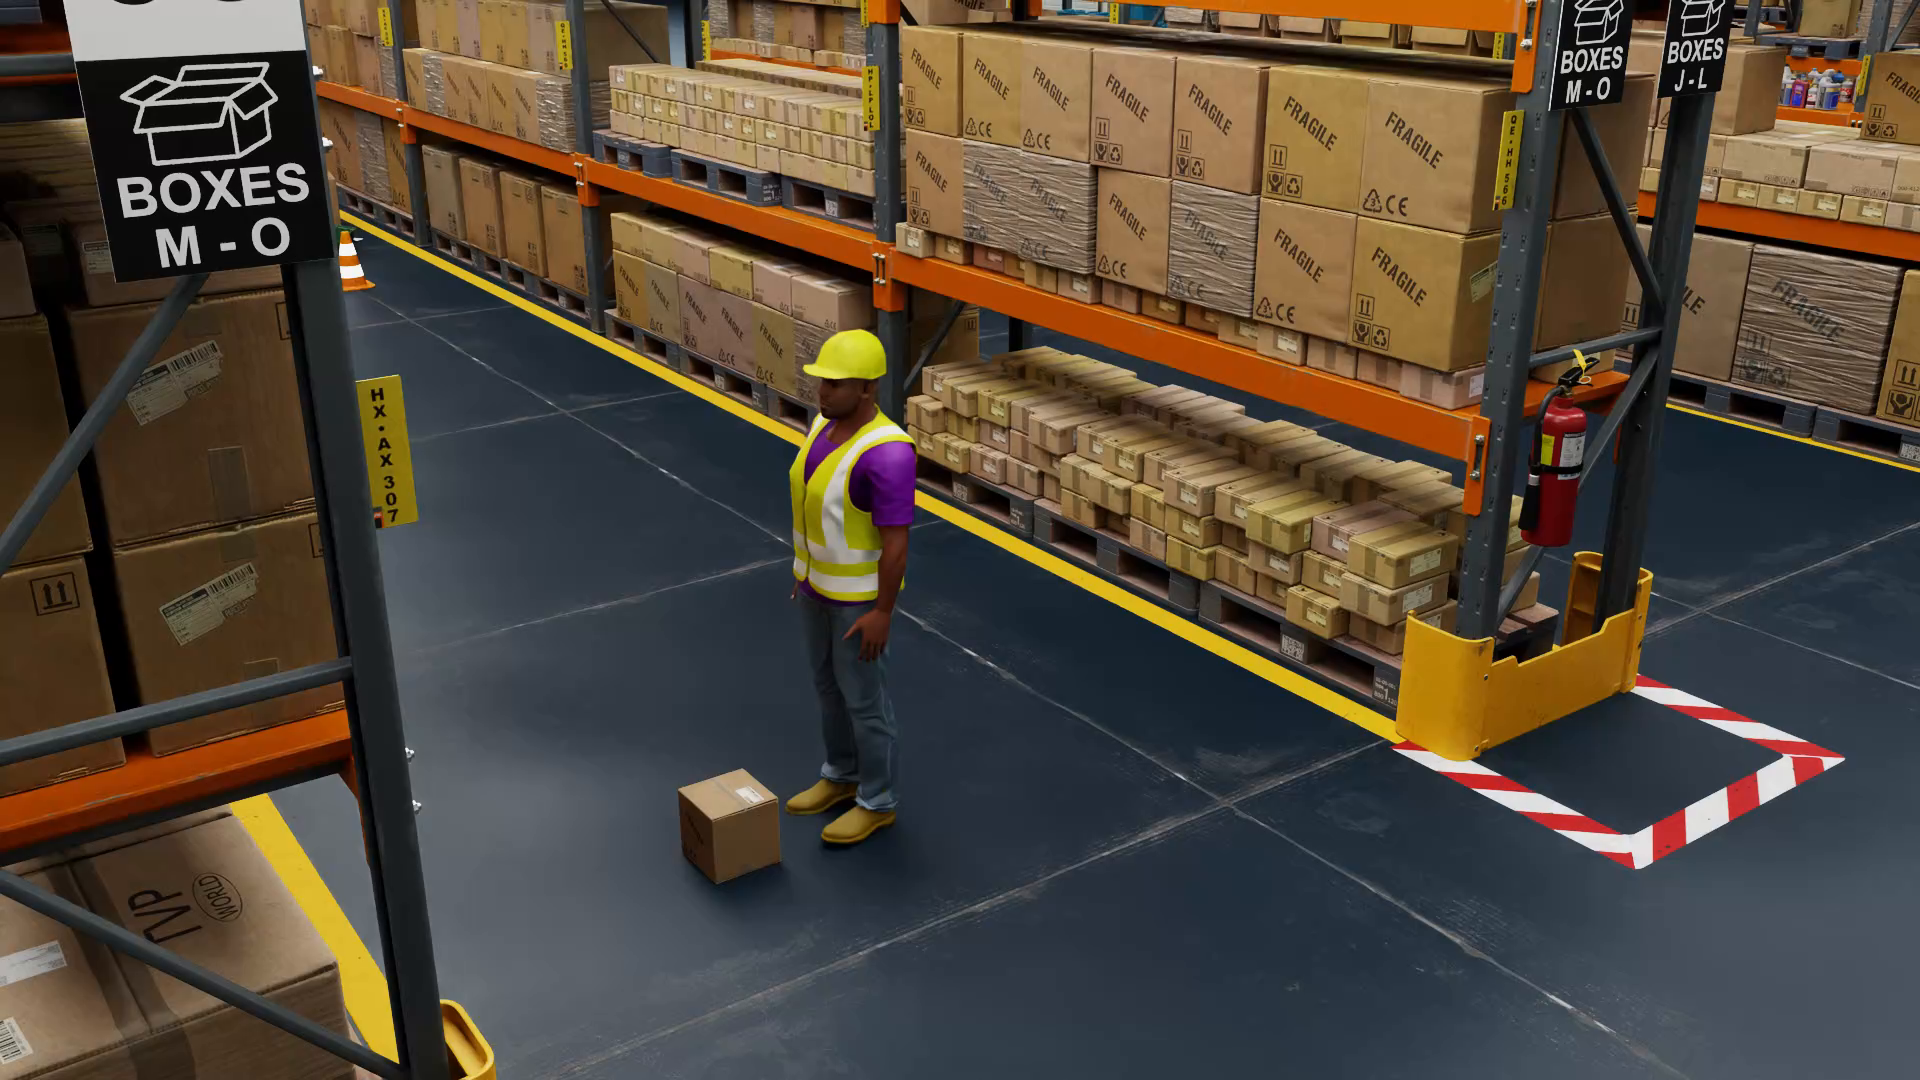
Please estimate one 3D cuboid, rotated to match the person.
[{"bbox_3d":[-0.382,0.169,5.612,0.377,1.782,0.575,-14,25,-32],"label":"person"}]
